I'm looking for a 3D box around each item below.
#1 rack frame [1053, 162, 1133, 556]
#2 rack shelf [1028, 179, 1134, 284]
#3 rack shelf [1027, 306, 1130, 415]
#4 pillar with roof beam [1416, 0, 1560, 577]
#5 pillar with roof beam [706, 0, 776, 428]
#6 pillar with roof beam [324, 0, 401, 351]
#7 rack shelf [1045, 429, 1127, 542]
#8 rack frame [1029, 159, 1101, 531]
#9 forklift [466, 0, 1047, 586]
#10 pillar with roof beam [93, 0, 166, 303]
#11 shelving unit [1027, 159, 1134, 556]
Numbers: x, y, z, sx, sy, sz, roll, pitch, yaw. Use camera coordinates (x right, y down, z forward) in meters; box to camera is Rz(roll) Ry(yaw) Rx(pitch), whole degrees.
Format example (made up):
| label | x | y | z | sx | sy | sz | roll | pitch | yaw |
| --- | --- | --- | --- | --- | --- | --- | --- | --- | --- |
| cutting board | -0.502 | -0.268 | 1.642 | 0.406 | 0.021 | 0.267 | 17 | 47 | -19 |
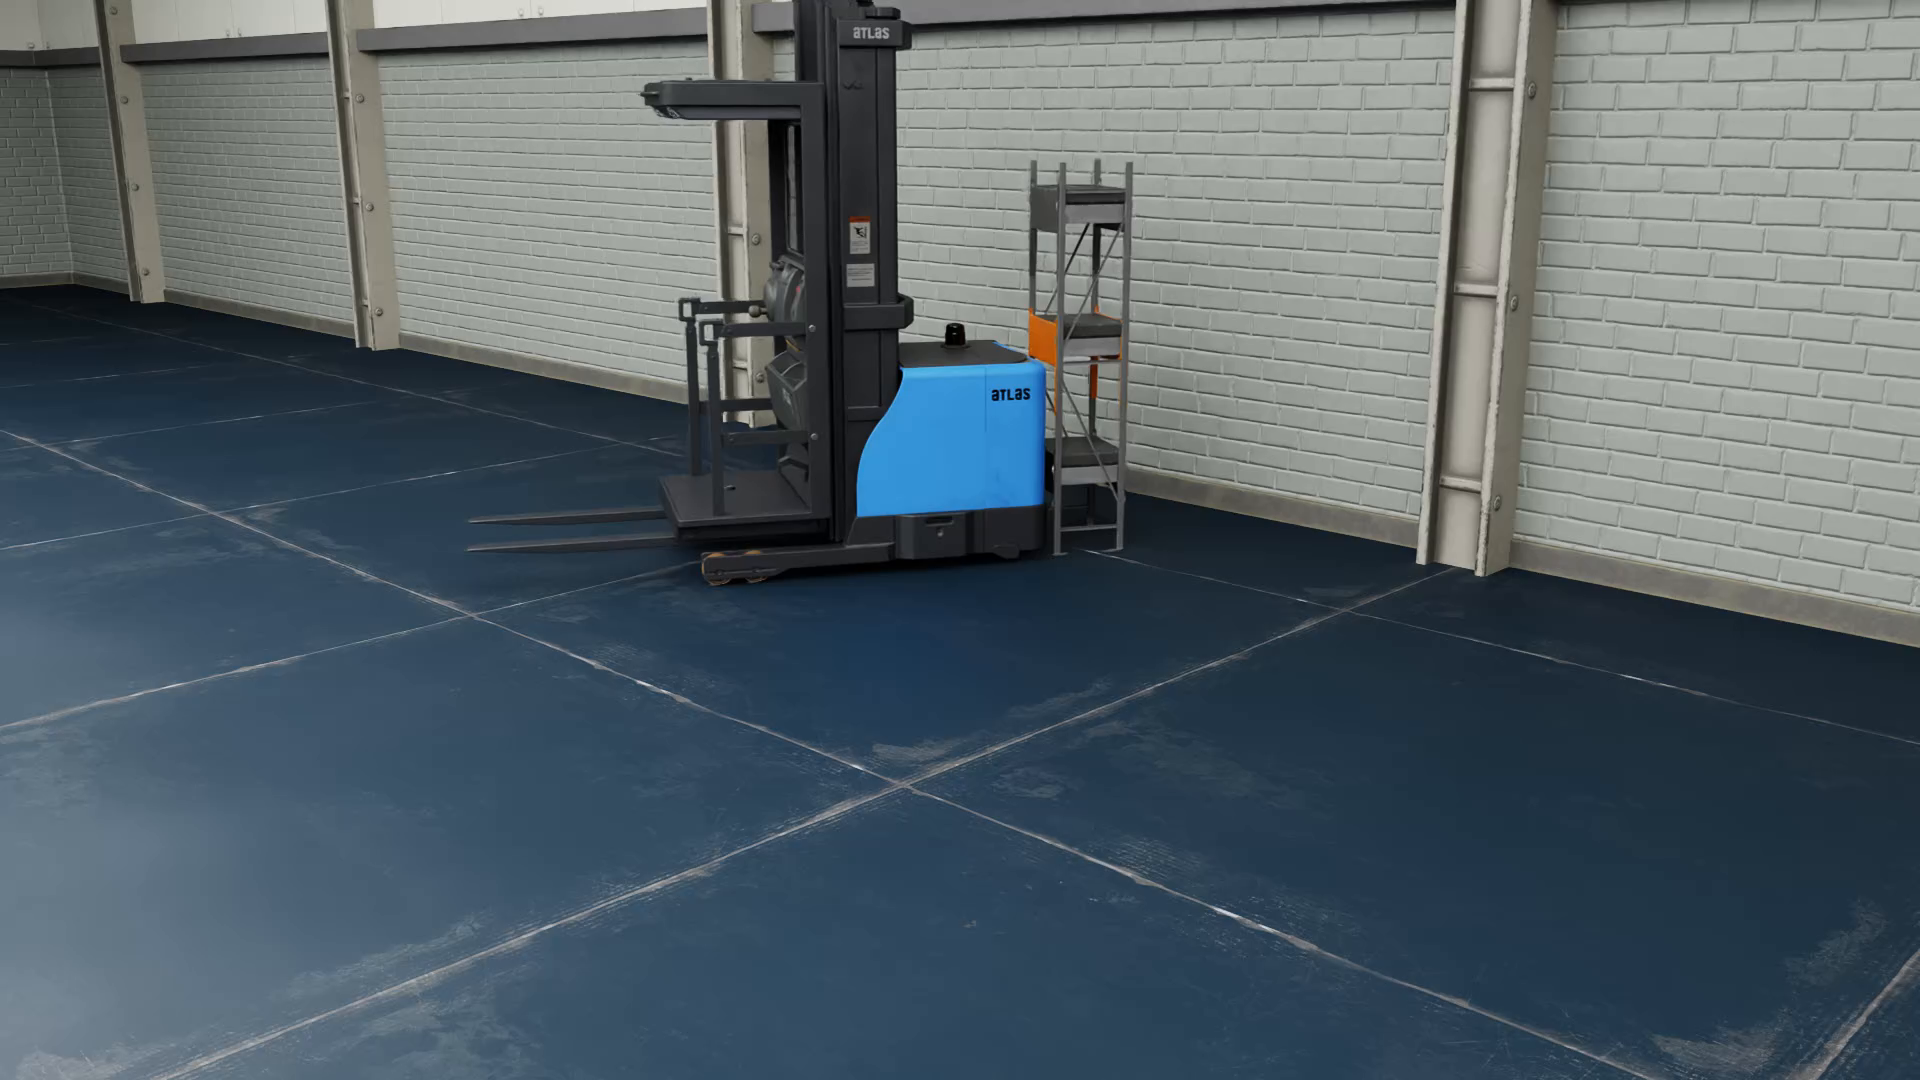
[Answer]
| label | x | y | z | sx | sy | sz | roll | pitch | yaw |
| --- | --- | --- | --- | --- | --- | --- | --- | --- | --- |
| rack frame | 0.707 | -0.943 | 8.888 | 0.400 | 2.100 | 0.015 | -4 | 15 | -15 |
| rack shelf | 0.642 | -1.667 | 8.943 | 0.431 | 0.518 | 0.480 | -4 | 15 | -15 |
| rack shelf | 0.642 | -0.990 | 9.119 | 0.431 | 0.518 | 0.480 | -4 | 15 | -15 |
| pillar with roof beam | -0.285 | -3.443 | 4.800 | 0.400 | 9.000 | 9.100 | 14 | 20 | 42 |
| pillar with roof beam | -4.604 | -4.493 | 8.830 | 0.400 | 9.000 | 9.100 | 14 | 20 | 42 |
| pillar with roof beam | -8.923 | -5.544 | 12.860 | 0.400 | 9.000 | 9.100 | 14 | 20 | 42 |
| rack shelf | 0.642 | -0.312 | 9.296 | 0.431 | 0.518 | 0.480 | -4 | 15 | -15 |
| rack frame | 0.578 | -1.062 | 9.344 | 0.400 | 2.100 | 0.015 | -4 | 15 | -15 |
| forklift | -1.104 | -1.332 | 8.732 | 3.031 | 2.935 | 1.130 | -4 | 15 | -15 |
| pillar with roof beam | -13.242 | -6.594 | 16.890 | 0.400 | 9.000 | 9.100 | 14 | 20 | 42 |
| shelving unit | 0.642 | -1.003 | 9.116 | 0.431 | 2.100 | 0.503 | -4 | 15 | -15 |
